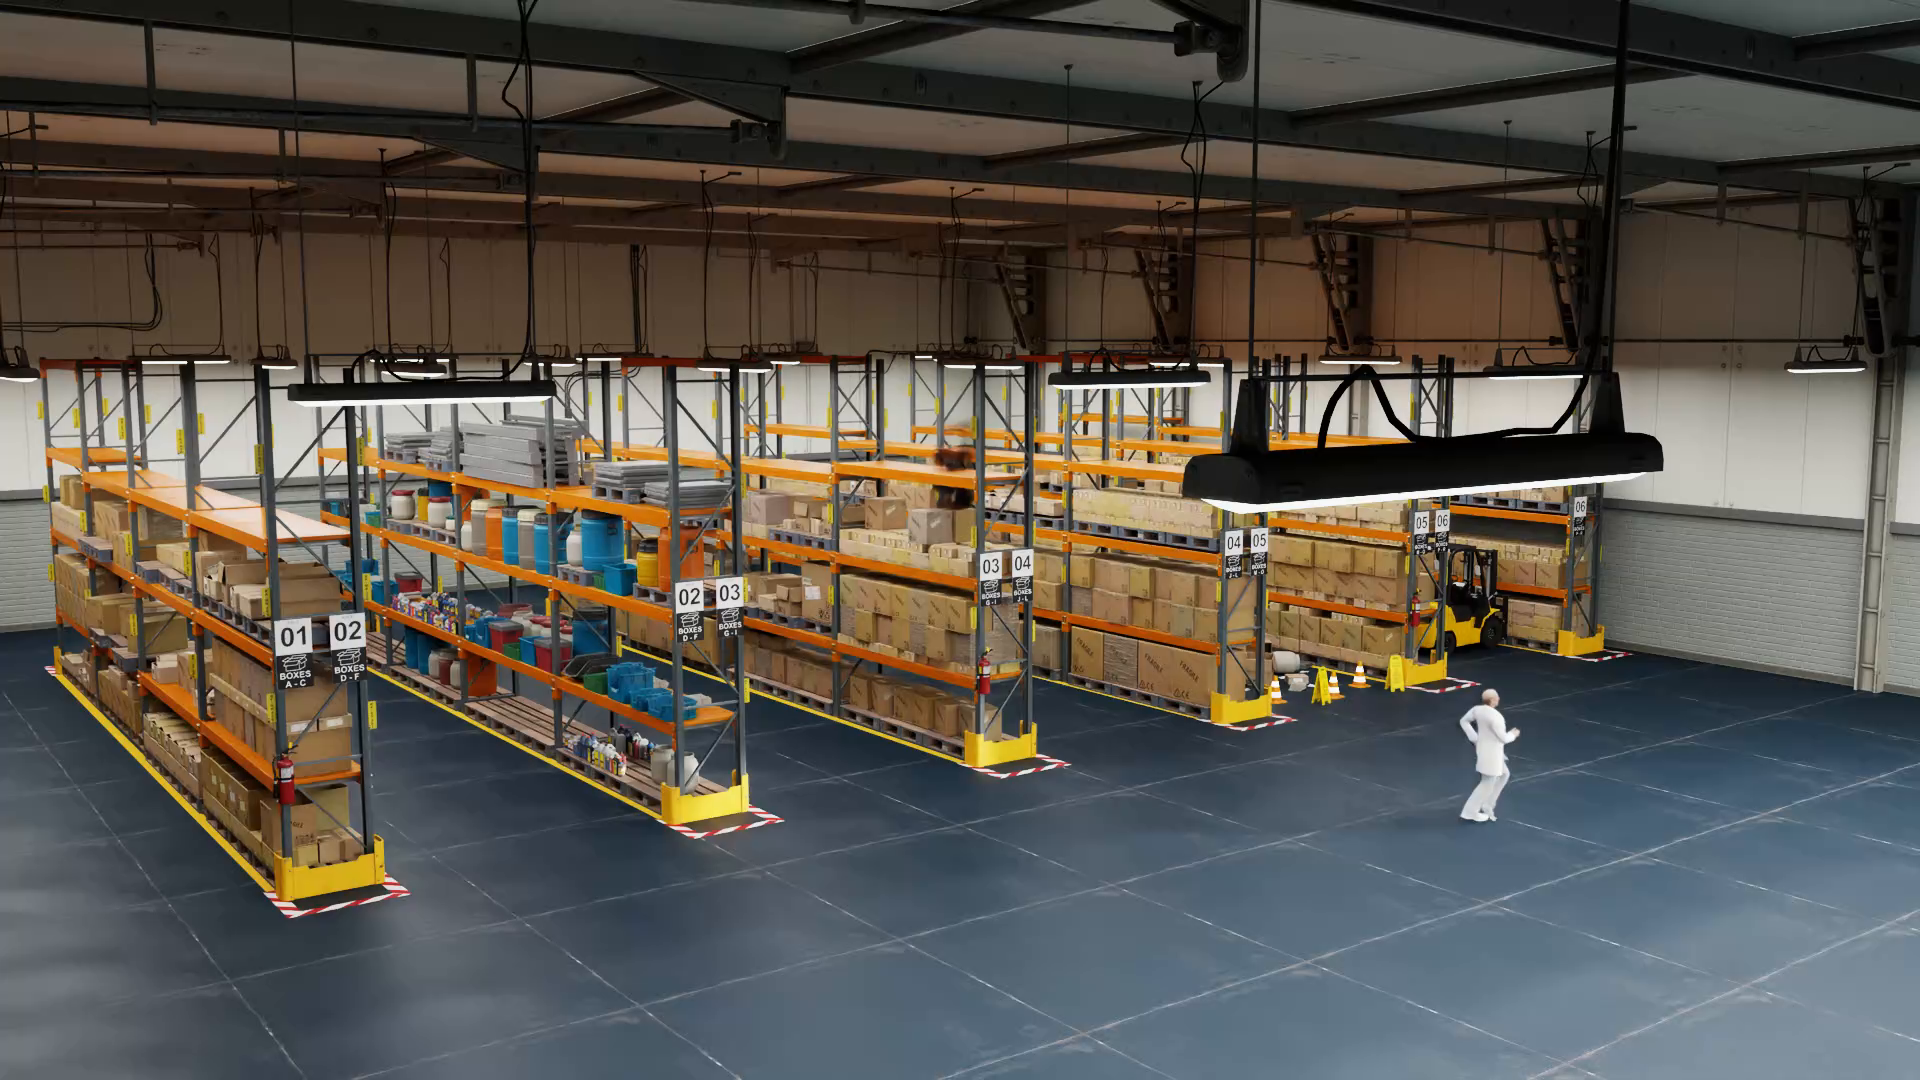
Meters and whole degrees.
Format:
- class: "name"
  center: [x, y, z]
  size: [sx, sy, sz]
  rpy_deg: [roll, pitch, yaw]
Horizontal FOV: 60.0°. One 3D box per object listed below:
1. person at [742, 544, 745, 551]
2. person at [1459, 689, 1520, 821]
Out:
- class: "person"
  center: [-5.540, 0.547, 41.756]
  size: [0.531, 1.586, 0.653]
  rpy_deg: [-1, 7, -8]
- class: "person"
  center: [6.963, 2.842, 21.829]
  size: [0.782, 1.807, 0.674]
  rpy_deg: [-1, 7, -4]
